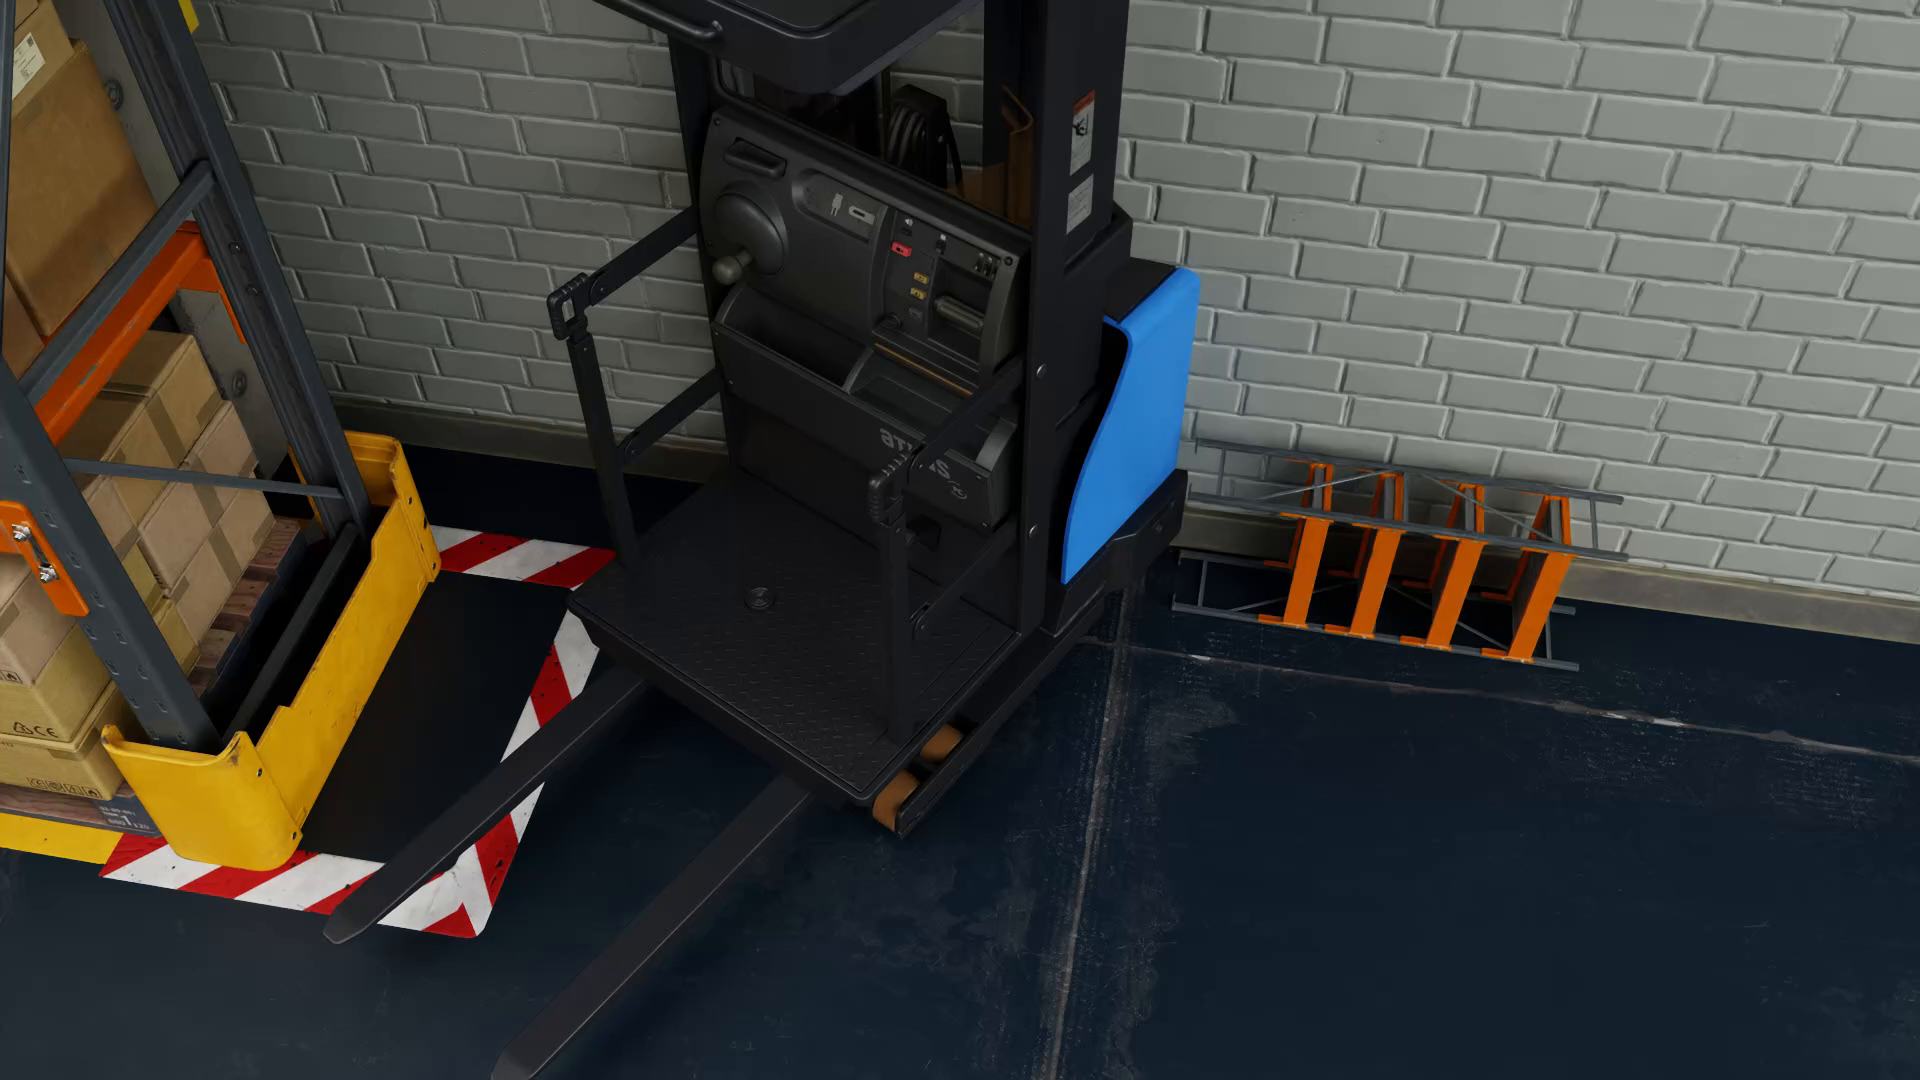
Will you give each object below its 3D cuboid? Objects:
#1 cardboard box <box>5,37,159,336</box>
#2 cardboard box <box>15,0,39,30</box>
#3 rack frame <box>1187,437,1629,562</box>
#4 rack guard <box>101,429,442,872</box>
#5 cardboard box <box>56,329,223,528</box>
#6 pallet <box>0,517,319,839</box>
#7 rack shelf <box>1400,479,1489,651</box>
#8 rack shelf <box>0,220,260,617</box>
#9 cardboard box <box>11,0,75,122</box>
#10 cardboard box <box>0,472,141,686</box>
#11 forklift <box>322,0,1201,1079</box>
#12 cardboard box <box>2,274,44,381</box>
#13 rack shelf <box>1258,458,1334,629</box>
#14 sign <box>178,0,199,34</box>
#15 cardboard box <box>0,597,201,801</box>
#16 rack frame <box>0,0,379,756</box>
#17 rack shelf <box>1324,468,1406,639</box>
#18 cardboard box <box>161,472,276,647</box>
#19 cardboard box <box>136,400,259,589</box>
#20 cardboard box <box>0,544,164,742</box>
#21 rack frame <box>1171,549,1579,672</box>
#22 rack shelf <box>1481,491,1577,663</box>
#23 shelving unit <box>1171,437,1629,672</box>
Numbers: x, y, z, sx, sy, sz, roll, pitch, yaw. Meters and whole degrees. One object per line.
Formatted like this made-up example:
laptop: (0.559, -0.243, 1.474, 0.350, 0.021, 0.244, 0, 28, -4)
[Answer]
cardboard box: (-2.340, -0.863, 3.942, 0.500, 0.500, 0.500, 9, 49, 8)
cardboard box: (-2.194, -1.111, 3.529, 0.250, 0.149, 0.380, 7, 48, 6)
rack frame: (1.253, -0.118, 4.681, 1.200, 0.015, 0.240, 8, 49, 8)
rack guard: (-1.878, 0.278, 4.664, 0.348, 0.500, 1.175, 8, 49, 7)
cardboard box: (-2.341, -0.319, 4.414, 0.500, 0.250, 0.500, 7, 48, 6)
pallet: (-2.661, 0.300, 4.838, 1.213, 0.211, 1.003, 8, 49, 7)
rack shelf: (1.406, 0.068, 4.842, 0.148, 0.480, 0.258, 8, 49, 8)
rack shelf: (-3.870, -0.585, 4.243, 4.000, 0.370, 1.077, 8, 49, 7)
cardboard box: (-2.189, -1.046, 3.670, 0.250, 0.149, 0.380, 7, 48, 6)
cardboard box: (-2.410, 0.051, 4.082, 0.500, 0.250, 0.500, 9, 49, 8)
forklift: (-0.384, -0.608, 3.826, 1.130, 2.935, 3.031, 30, 55, 24)
cardboard box: (-2.432, -0.467, 3.586, 0.500, 0.500, 0.500, 7, 48, 6)
rack shelf: (0.992, 0.006, 4.897, 0.148, 0.480, 0.258, 8, 49, 8)
sign: (-1.797, -1.282, 3.750, 0.005, 0.325, 0.100, 8, 49, 7)
cardboard box: (-2.420, 0.387, 4.452, 0.500, 0.250, 0.500, 8, 49, 7)
rack frame: (-1.901, -0.561, 3.738, 0.127, 3.000, 1.000, 8, 49, 7)
rack shelf: (1.187, 0.035, 4.871, 0.148, 0.480, 0.258, 8, 49, 8)
cardboard box: (-2.350, 0.010, 4.791, 0.500, 0.250, 0.500, 8, 49, 7)
cardboard box: (-2.327, -0.164, 4.611, 0.500, 0.250, 0.500, 8, 49, 8)
cardboard box: (-2.436, 0.215, 4.270, 0.500, 0.250, 0.500, 7, 48, 6)
rack frame: (1.253, 0.208, 5.044, 1.200, 0.015, 0.240, 8, 49, 8)
rack shelf: (1.638, 0.102, 4.811, 0.148, 0.480, 0.258, 8, 49, 8)
shelving unit: (1.253, 0.045, 4.863, 1.200, 0.503, 0.258, 8, 49, 8)
